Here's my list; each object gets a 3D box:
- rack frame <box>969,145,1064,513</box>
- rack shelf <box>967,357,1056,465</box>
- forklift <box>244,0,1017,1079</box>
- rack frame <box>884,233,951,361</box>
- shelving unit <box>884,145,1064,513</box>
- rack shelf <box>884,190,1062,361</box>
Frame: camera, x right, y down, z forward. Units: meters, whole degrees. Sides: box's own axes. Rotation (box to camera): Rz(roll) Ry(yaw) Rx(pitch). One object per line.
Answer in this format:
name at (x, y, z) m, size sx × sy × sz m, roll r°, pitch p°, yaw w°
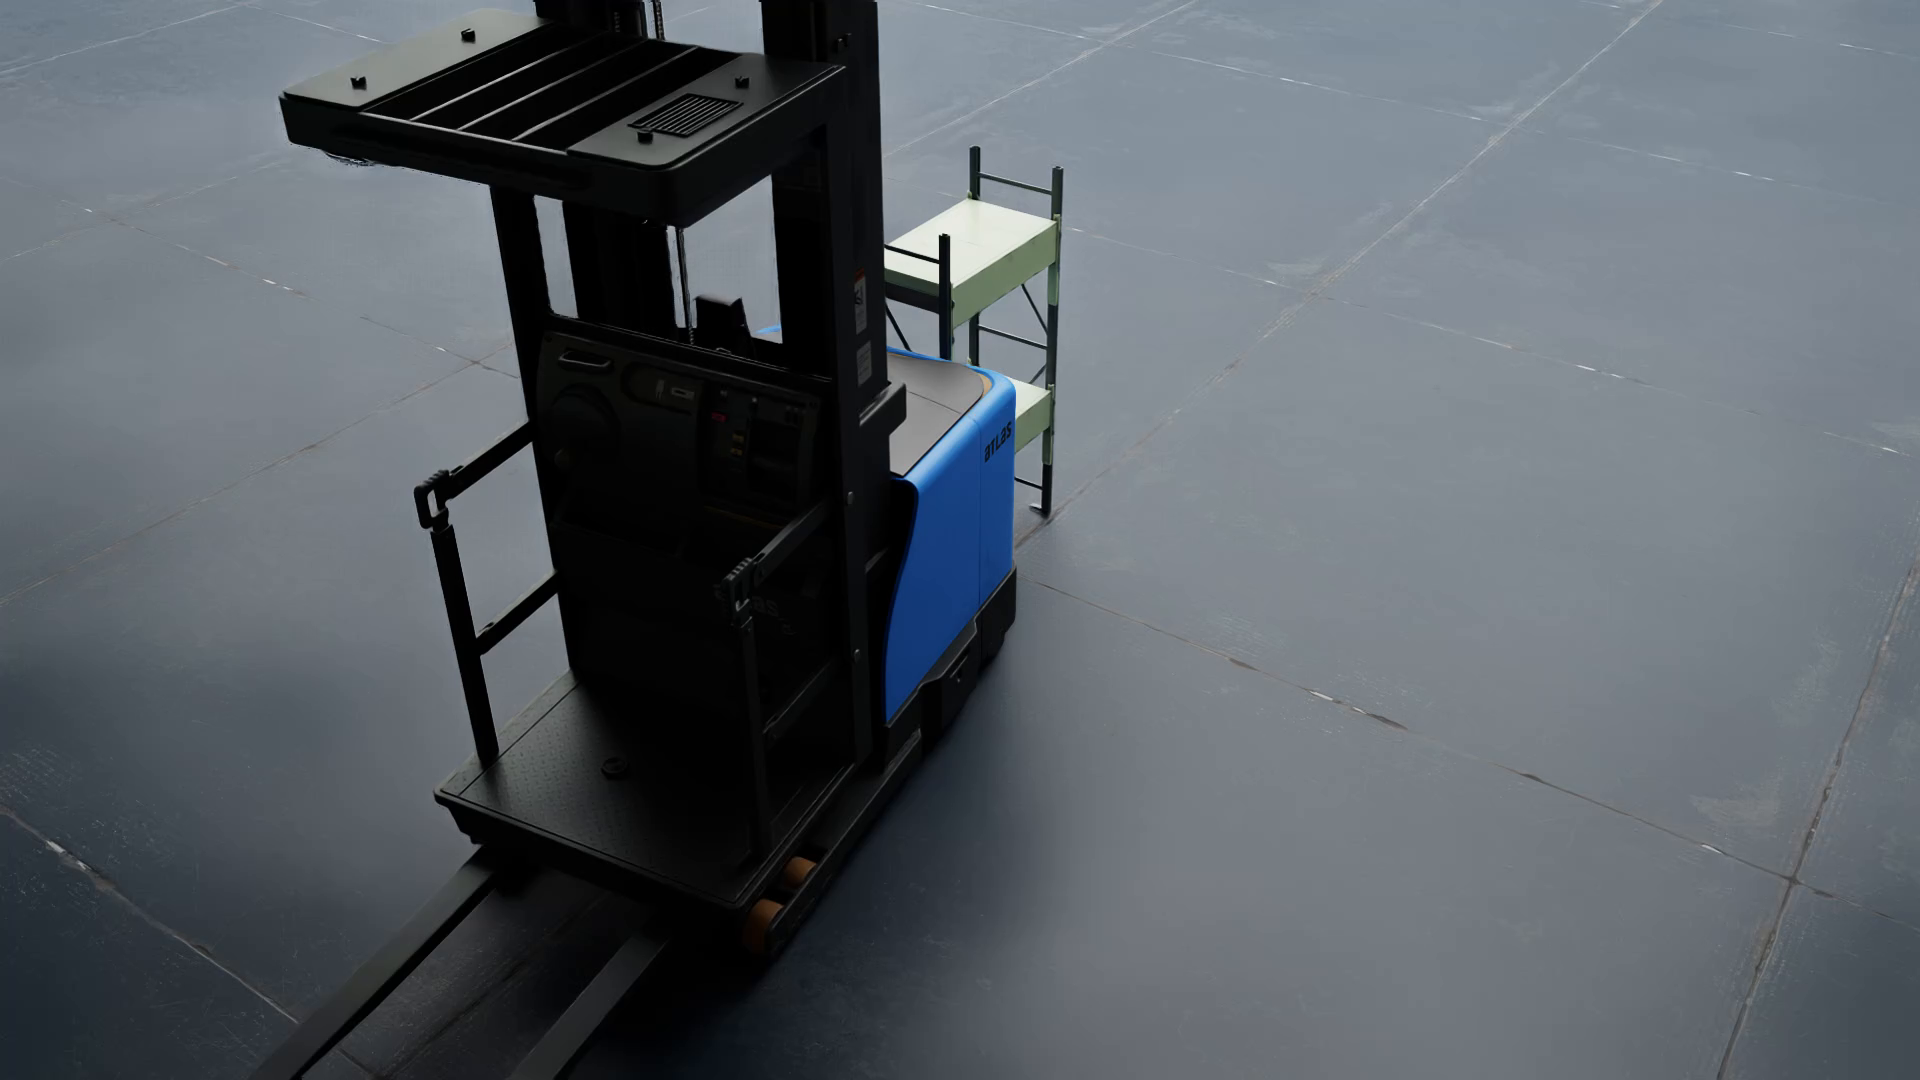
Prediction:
rack frame at (0.208, -0.801, 6.595) m, size 0.400 × 1.500 × 0.023 m, roll 21°, pitch 39°, yaw 28°
rack shelf at (0.003, -0.361, 6.527) m, size 0.431 × 0.370 × 0.720 m, roll 21°, pitch 39°, yaw 28°
forklift at (-0.894, -0.266, 4.527) m, size 1.130 × 2.935 × 3.031 m, roll 15°, pitch 37°, yaw 21°
rack frame at (-0.203, -0.461, 6.093) m, size 0.400 × 1.500 × 0.023 m, roll 21°, pitch 39°, yaw 28°
shelving unit at (0.003, -0.631, 6.344) m, size 0.431 × 1.500 × 0.755 m, roll 21°, pitch 39°, yaw 28°
rack shelf at (0.003, -0.954, 6.126) m, size 0.431 × 0.370 × 0.720 m, roll 21°, pitch 39°, yaw 28°
